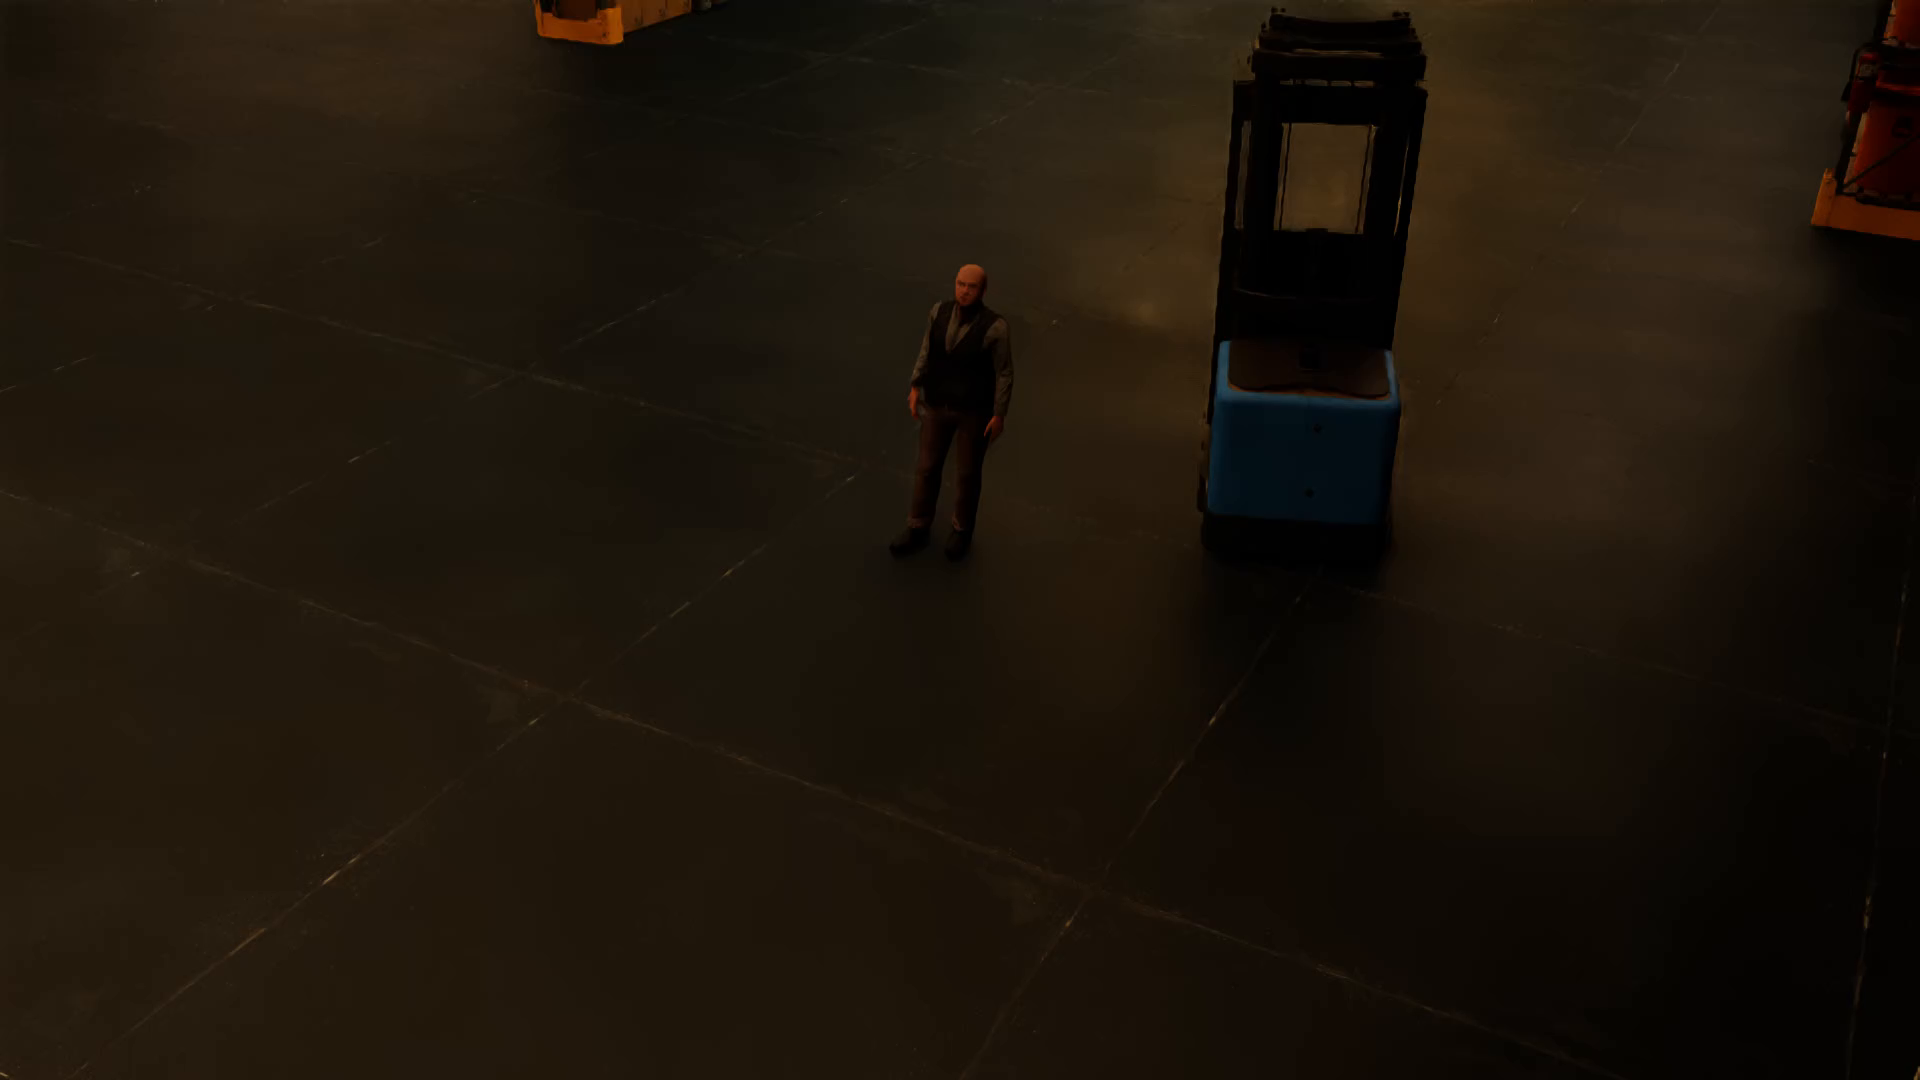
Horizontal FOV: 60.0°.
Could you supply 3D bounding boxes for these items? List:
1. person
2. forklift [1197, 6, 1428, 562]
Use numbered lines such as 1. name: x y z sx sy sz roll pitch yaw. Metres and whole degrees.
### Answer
1. person: -0.037 -0.726 9.525 0.632 1.720 0.567 15 33 25
2. forklift: 2.168 -1.857 10.288 1.130 2.935 3.031 4 30 8
